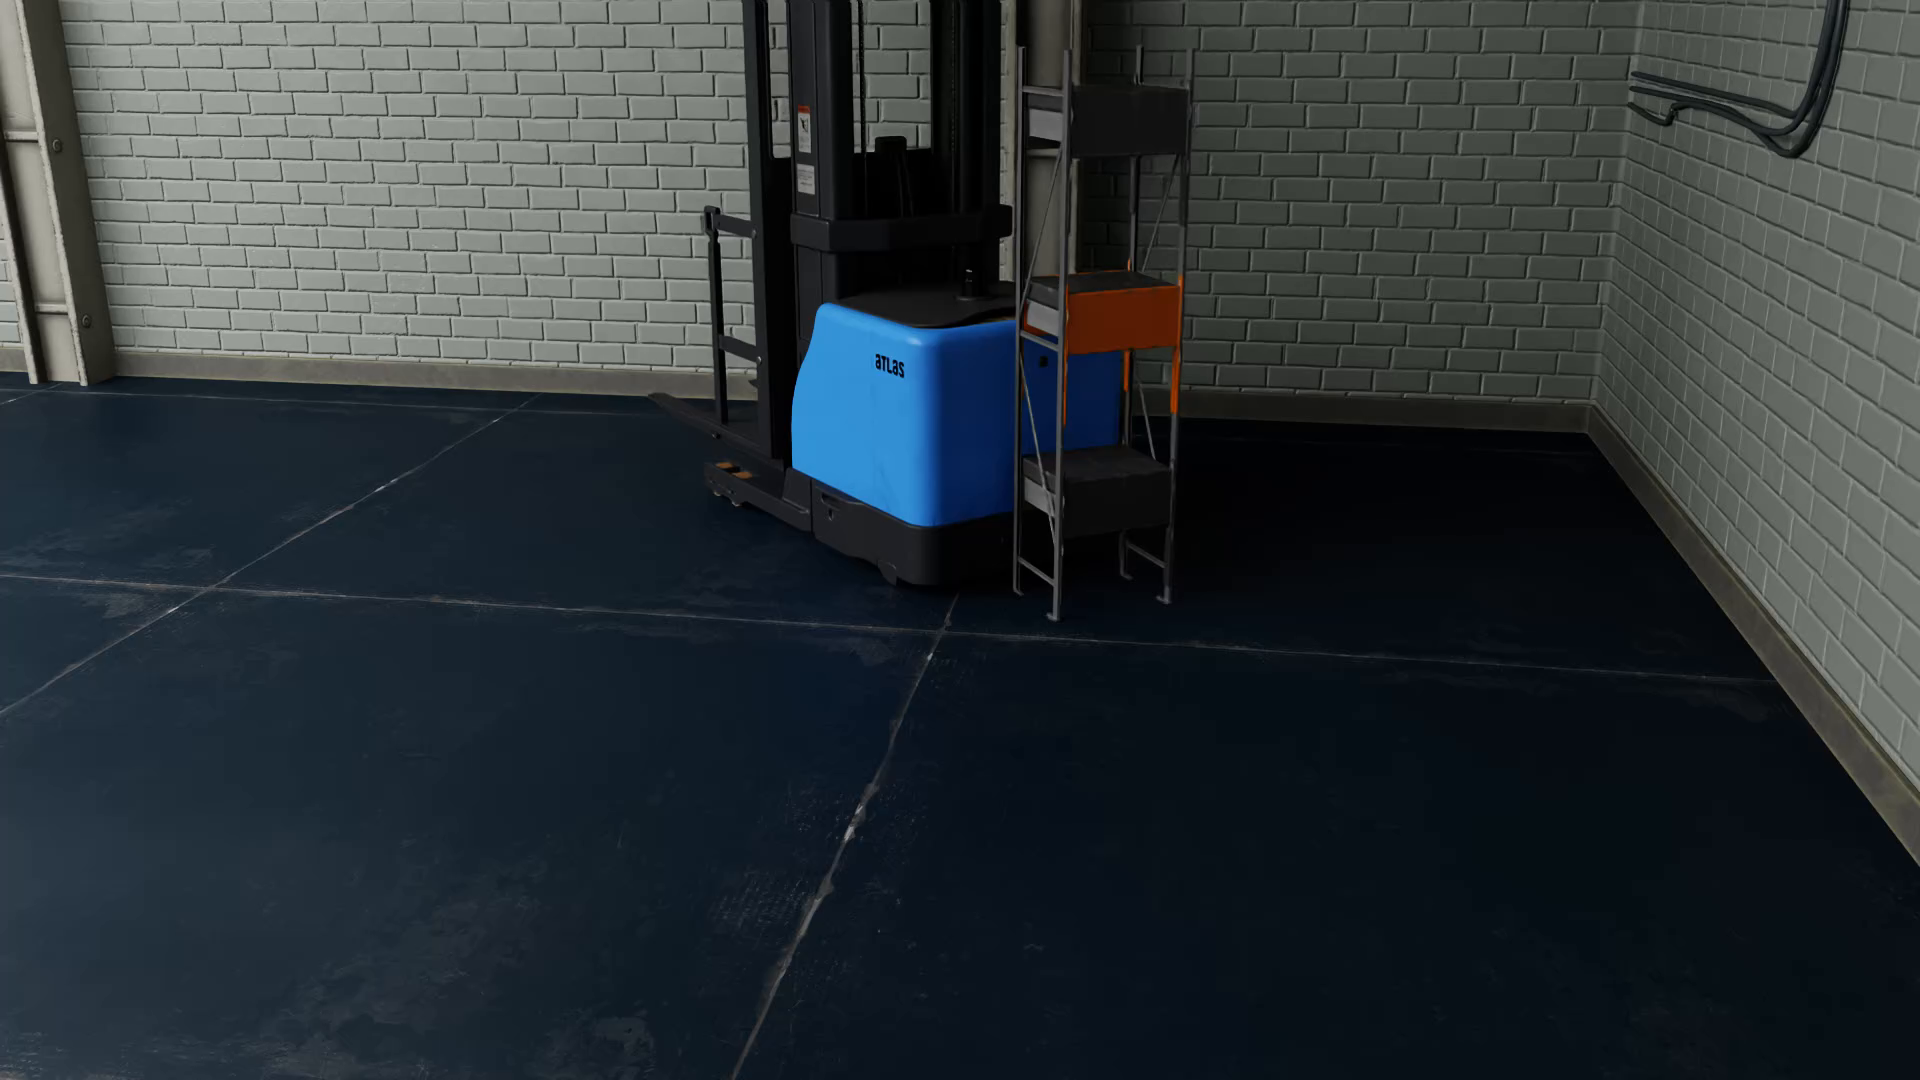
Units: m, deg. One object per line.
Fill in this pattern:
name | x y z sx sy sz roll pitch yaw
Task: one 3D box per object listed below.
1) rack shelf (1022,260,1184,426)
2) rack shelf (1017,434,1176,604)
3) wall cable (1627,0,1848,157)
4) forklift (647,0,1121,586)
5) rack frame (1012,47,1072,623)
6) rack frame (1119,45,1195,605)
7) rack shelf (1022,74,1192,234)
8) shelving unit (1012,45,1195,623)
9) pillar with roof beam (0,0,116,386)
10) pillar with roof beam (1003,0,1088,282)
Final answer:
rack shelf | 0.522 -0.755 6.292 0.480 0.518 0.431 -8 20 -22
rack shelf | 0.522 -0.091 6.514 0.480 0.518 0.431 -8 20 -22
wall cable | 3.154 -2.926 6.759 0.112 2.526 3.097 3 19 9
forklift | -0.560 -1.620 7.524 1.130 2.935 3.031 -12 22 -32
rack frame | 0.298 -0.737 6.196 0.015 2.100 0.400 -8 20 -22
rack frame | 0.746 -0.798 6.379 0.015 2.100 0.400 -8 20 -22
rack shelf | 0.522 -1.418 6.070 0.480 0.518 0.431 -8 20 -22
shelving unit | 0.522 -0.768 6.288 0.503 2.100 0.431 -8 20 -22
pillar with roof beam | -6.152 -3.914 4.819 0.400 9.000 9.100 3 19 9
pillar with roof beam | -0.228 -3.612 3.917 0.400 9.000 9.100 3 19 9
